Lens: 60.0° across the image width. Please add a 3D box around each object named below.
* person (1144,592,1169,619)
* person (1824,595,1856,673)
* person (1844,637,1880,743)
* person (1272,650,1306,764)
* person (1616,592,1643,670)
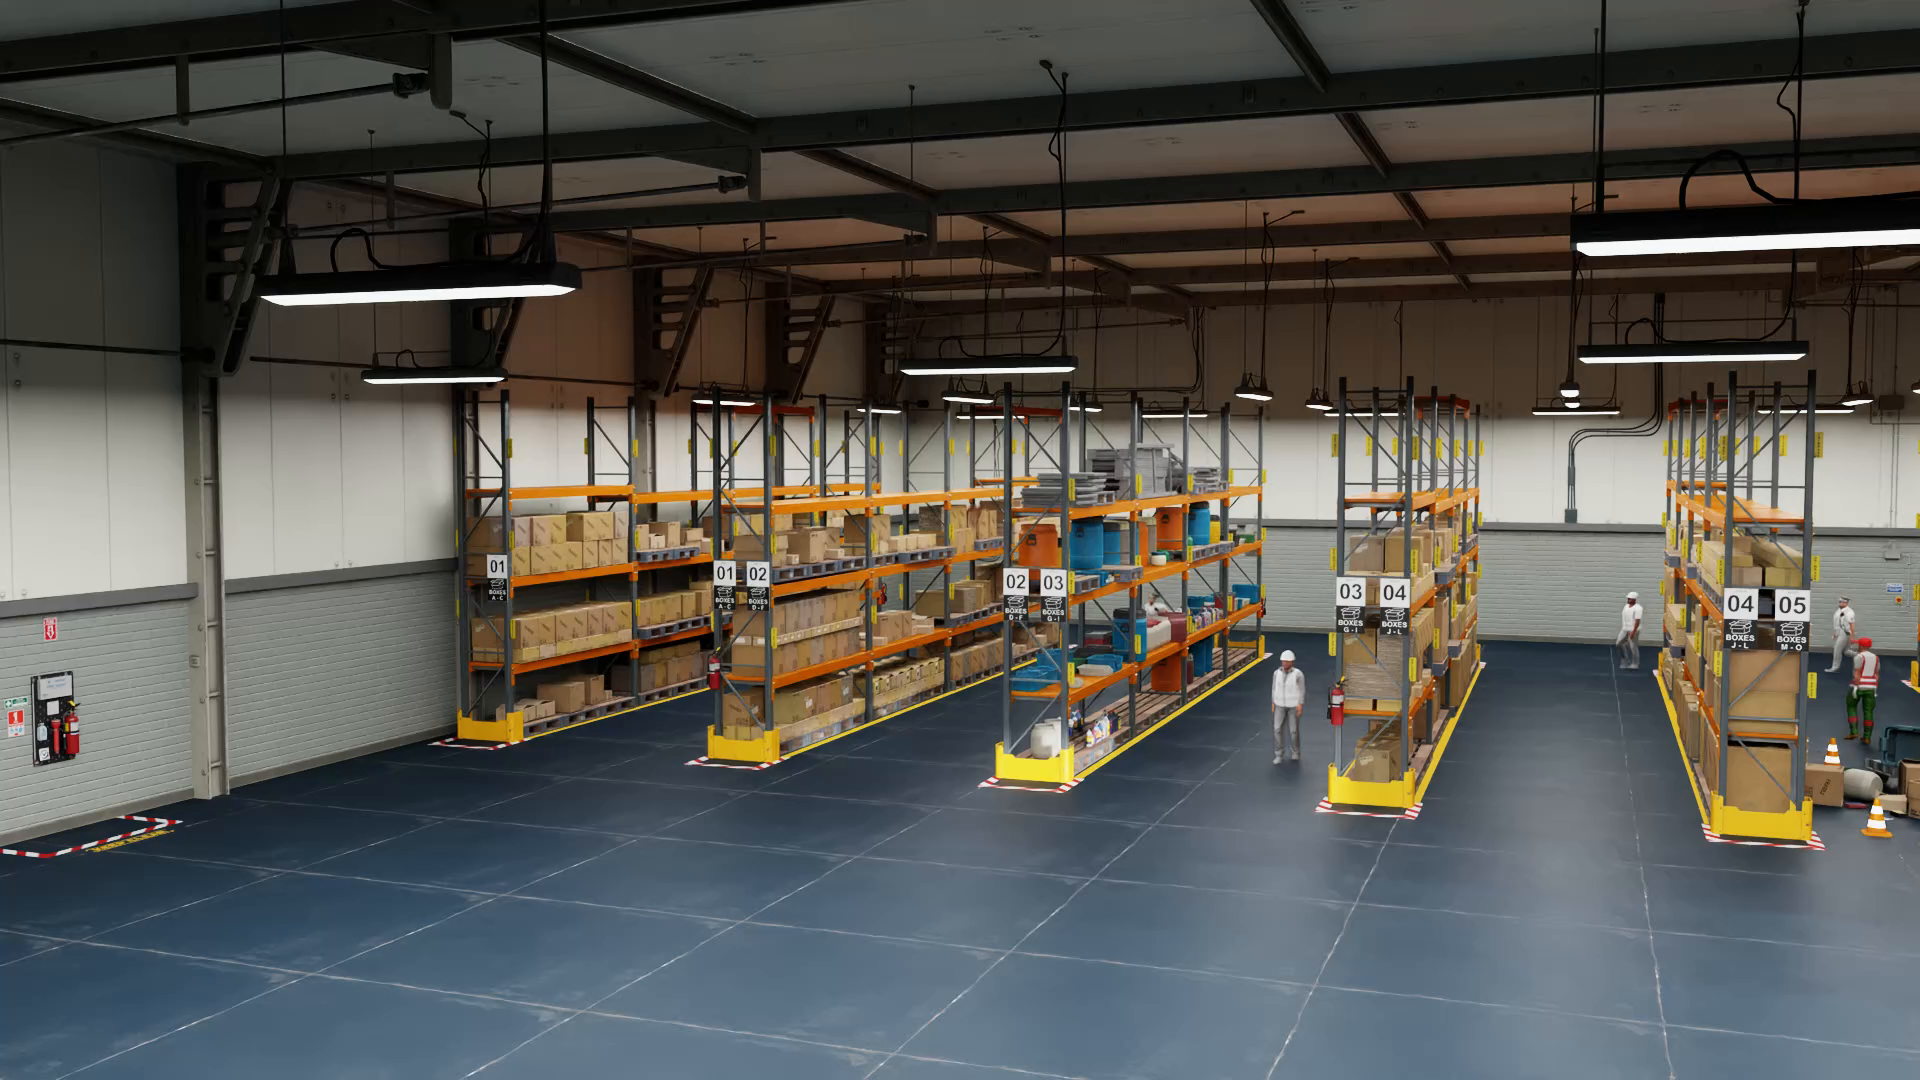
[{"bbox_3d":[4.653,2.029,39.506,0.657,1.607,0.678,2,4,30],"label":"person"},{"bbox_3d":[19.711,2.087,36.980,0.953,1.730,0.544,0,3,7],"label":"person"},{"bbox_3d":[15.421,2.560,28.317,0.509,1.807,0.542,1,3,11],"label":"person"},{"bbox_3d":[5.236,2.664,26.573,0.591,1.798,0.632,2,4,32],"label":"person"},{"bbox_3d":[15.147,2.061,37.533,0.514,1.792,0.568,-1,3,-23],"label":"person"}]
